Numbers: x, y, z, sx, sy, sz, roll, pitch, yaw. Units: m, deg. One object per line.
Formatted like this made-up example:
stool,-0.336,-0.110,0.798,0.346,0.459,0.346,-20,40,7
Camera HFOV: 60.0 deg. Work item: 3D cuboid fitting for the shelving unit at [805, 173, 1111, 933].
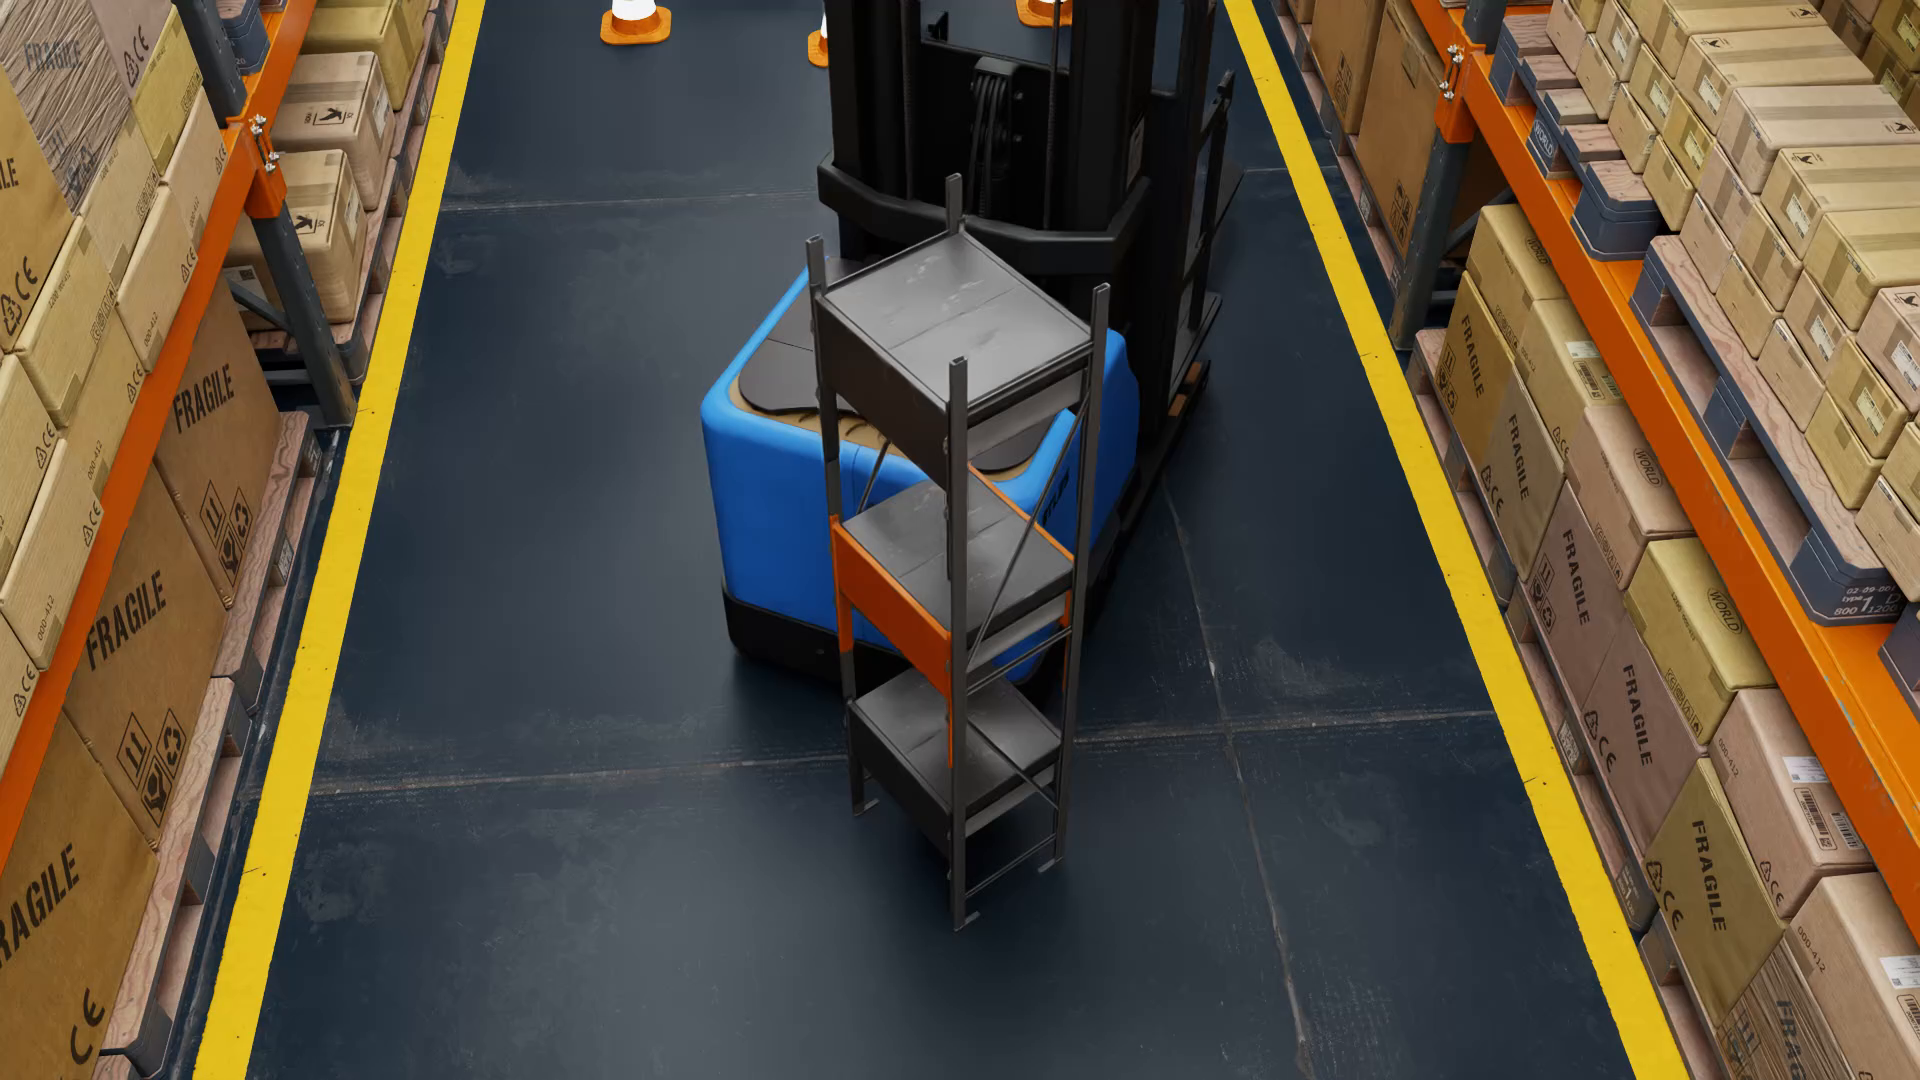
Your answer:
shelving unit,-0.009,0.156,4.156,0.431,2.100,0.503,-29,53,-25

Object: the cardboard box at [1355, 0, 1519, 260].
cardboard box,2.218,-1.648,6.505,1.050,0.750,0.750,-4,47,-4

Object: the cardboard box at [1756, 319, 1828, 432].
cardboard box,2.149,-0.405,3.952,0.380,0.149,0.250,-5,47,-5

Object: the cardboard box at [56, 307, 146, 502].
cardboard box,-2.360,-0.321,4.092,0.500,0.250,0.500,-4,47,-4

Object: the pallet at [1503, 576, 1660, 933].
pallet,2.342,0.574,5.061,1.003,0.211,1.213,-3,47,-3

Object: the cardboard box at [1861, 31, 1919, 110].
cardboard box,2.723,-1.278,4.573,0.380,0.149,0.250,-2,47,-2

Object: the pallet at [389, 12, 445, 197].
pallet,-2.908,-1.944,7.446,1.003,0.211,1.213,-3,47,-3

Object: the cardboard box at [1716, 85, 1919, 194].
cardboard box,2.112,-0.988,4.094,0.380,0.149,0.250,-2,47,-1

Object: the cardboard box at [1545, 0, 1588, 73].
cardboard box,2.015,-1.553,5.039,0.380,0.149,0.250,-4,47,-4

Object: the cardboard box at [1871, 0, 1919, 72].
cardboard box,2.718,-1.395,4.480,0.380,0.149,0.250,-2,47,-2

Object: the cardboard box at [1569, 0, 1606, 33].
cardboard box,2.020,-1.629,4.906,0.380,0.149,0.250,-2,47,-2

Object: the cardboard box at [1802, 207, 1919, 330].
cardboard box,2.153,-0.616,3.741,0.380,0.149,0.250,-4,47,-4

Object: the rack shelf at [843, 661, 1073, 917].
rack shelf,-0.009,0.647,4.674,0.431,0.518,0.480,-29,53,-25

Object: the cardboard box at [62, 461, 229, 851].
cardboard box,-2.700,0.280,4.593,0.875,0.875,0.875,-3,47,-3

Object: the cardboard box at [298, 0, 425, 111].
cardboard box,-2.910,-2.189,7.278,0.950,0.372,0.625,-2,47,-2

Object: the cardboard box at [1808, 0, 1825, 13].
cardboard box,2.674,-1.661,4.936,0.380,0.149,0.250,-3,47,-2

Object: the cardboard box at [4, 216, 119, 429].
cardboard box,-2.342,-0.502,3.919,0.500,0.250,0.500,-5,47,-4

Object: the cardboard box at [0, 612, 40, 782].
cardboard box,-2.256,0.408,3.401,0.500,0.250,0.500,-4,47,-4

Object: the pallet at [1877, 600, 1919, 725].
pallet,2.595,0.567,3.279,1.003,0.211,1.213,-3,47,-3

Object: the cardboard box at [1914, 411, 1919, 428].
cardboard box,2.204,-0.227,3.373,0.380,0.149,0.250,-5,47,-5

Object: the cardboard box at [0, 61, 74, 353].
cardboard box,-2.355,-0.746,3.633,0.500,0.500,0.500,-3,47,-3

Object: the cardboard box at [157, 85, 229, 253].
cardboard box,-2.444,-1.055,4.787,0.500,0.250,0.500,-5,47,-5

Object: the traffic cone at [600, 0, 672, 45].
traffic cone,-1.581,-2.667,7.957,0.336,0.463,0.334,-3,47,-3

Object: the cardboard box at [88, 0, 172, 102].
cardboard box,-2.441,-1.477,4.325,0.500,0.500,0.500,-5,47,-4

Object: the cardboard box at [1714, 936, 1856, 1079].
cardboard box,2.201,1.258,3.925,0.500,0.500,0.500,-4,47,-4

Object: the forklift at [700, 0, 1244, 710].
forklift,0.287,-1.496,5.148,1.130,2.935,3.031,17,49,15

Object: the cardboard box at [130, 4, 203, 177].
cardboard box,-2.451,-1.242,4.619,0.500,0.250,0.500,-4,47,-3

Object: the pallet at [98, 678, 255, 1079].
pallet,-2.655,0.958,4.698,1.003,0.211,1.213,-3,47,-3

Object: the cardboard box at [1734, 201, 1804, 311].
cardboard box,2.129,-0.698,4.024,0.380,0.149,0.250,-4,47,-4

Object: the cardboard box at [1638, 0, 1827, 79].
cardboard box,2.066,-1.375,4.461,0.380,0.149,0.250,-4,47,-4

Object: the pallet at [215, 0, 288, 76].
pallet,-2.911,-1.900,5.616,1.213,0.211,1.003,-3,47,-3

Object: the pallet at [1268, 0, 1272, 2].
pallet,1.984,-3.212,8.647,1.003,0.211,1.213,-3,47,-3

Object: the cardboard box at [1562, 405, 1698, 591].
cardboard box,2.067,-0.134,4.727,0.500,0.250,0.500,-3,47,-3

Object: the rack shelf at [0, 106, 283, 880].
rack shelf,-2.578,0.238,3.955,1.077,0.370,4.000,-3,47,-3

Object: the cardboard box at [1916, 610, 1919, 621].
cardboard box,2.222,0.180,3.397,0.380,0.149,0.250,-6,47,-5

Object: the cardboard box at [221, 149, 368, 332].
cardboard box,-2.782,-1.107,6.253,0.950,0.372,0.625,-6,47,-6

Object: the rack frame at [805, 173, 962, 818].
rack frame,-0.158,0.016,4.289,0.400,2.100,0.015,-29,53,-25

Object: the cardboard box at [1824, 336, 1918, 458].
cardboard box,2.170,-0.327,3.672,0.380,0.149,0.250,-3,47,-3

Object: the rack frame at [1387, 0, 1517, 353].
rack frame,2.179,-1.831,5.418,1.000,3.000,0.127,-3,47,-3

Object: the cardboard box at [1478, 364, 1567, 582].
cardboard box,2.030,-0.225,5.329,0.500,0.500,0.500,-3,47,-3

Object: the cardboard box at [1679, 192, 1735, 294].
cardboard box,2.110,-0.776,4.303,0.380,0.149,0.250,-2,47,-2

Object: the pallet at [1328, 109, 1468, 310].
pallet,2.188,-1.447,6.975,1.003,0.211,1.213,-3,47,-3

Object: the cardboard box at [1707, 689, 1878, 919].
cardboard box,2.170,0.624,4.009,0.500,0.250,0.500,-1,47,-1

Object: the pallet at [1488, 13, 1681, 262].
pallet,2.345,-1.256,5.005,1.213,0.211,1.003,-3,47,-3

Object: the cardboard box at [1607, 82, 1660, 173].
cardboard box,2.061,-1.164,4.670,0.380,0.149,0.250,-1,47,-1

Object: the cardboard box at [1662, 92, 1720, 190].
cardboard box,2.091,-1.058,4.365,0.380,0.149,0.250,-3,47,-3

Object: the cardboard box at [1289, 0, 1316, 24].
cardboard box,2.063,-2.954,7.742,1.050,0.750,0.750,-3,47,-3

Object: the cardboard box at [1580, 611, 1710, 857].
cardboard box,2.120,0.516,4.628,0.500,0.500,0.500,-4,47,-4

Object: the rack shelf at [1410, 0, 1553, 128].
rack shelf,2.012,-3.030,7.050,1.077,0.370,4.000,-3,47,-3
